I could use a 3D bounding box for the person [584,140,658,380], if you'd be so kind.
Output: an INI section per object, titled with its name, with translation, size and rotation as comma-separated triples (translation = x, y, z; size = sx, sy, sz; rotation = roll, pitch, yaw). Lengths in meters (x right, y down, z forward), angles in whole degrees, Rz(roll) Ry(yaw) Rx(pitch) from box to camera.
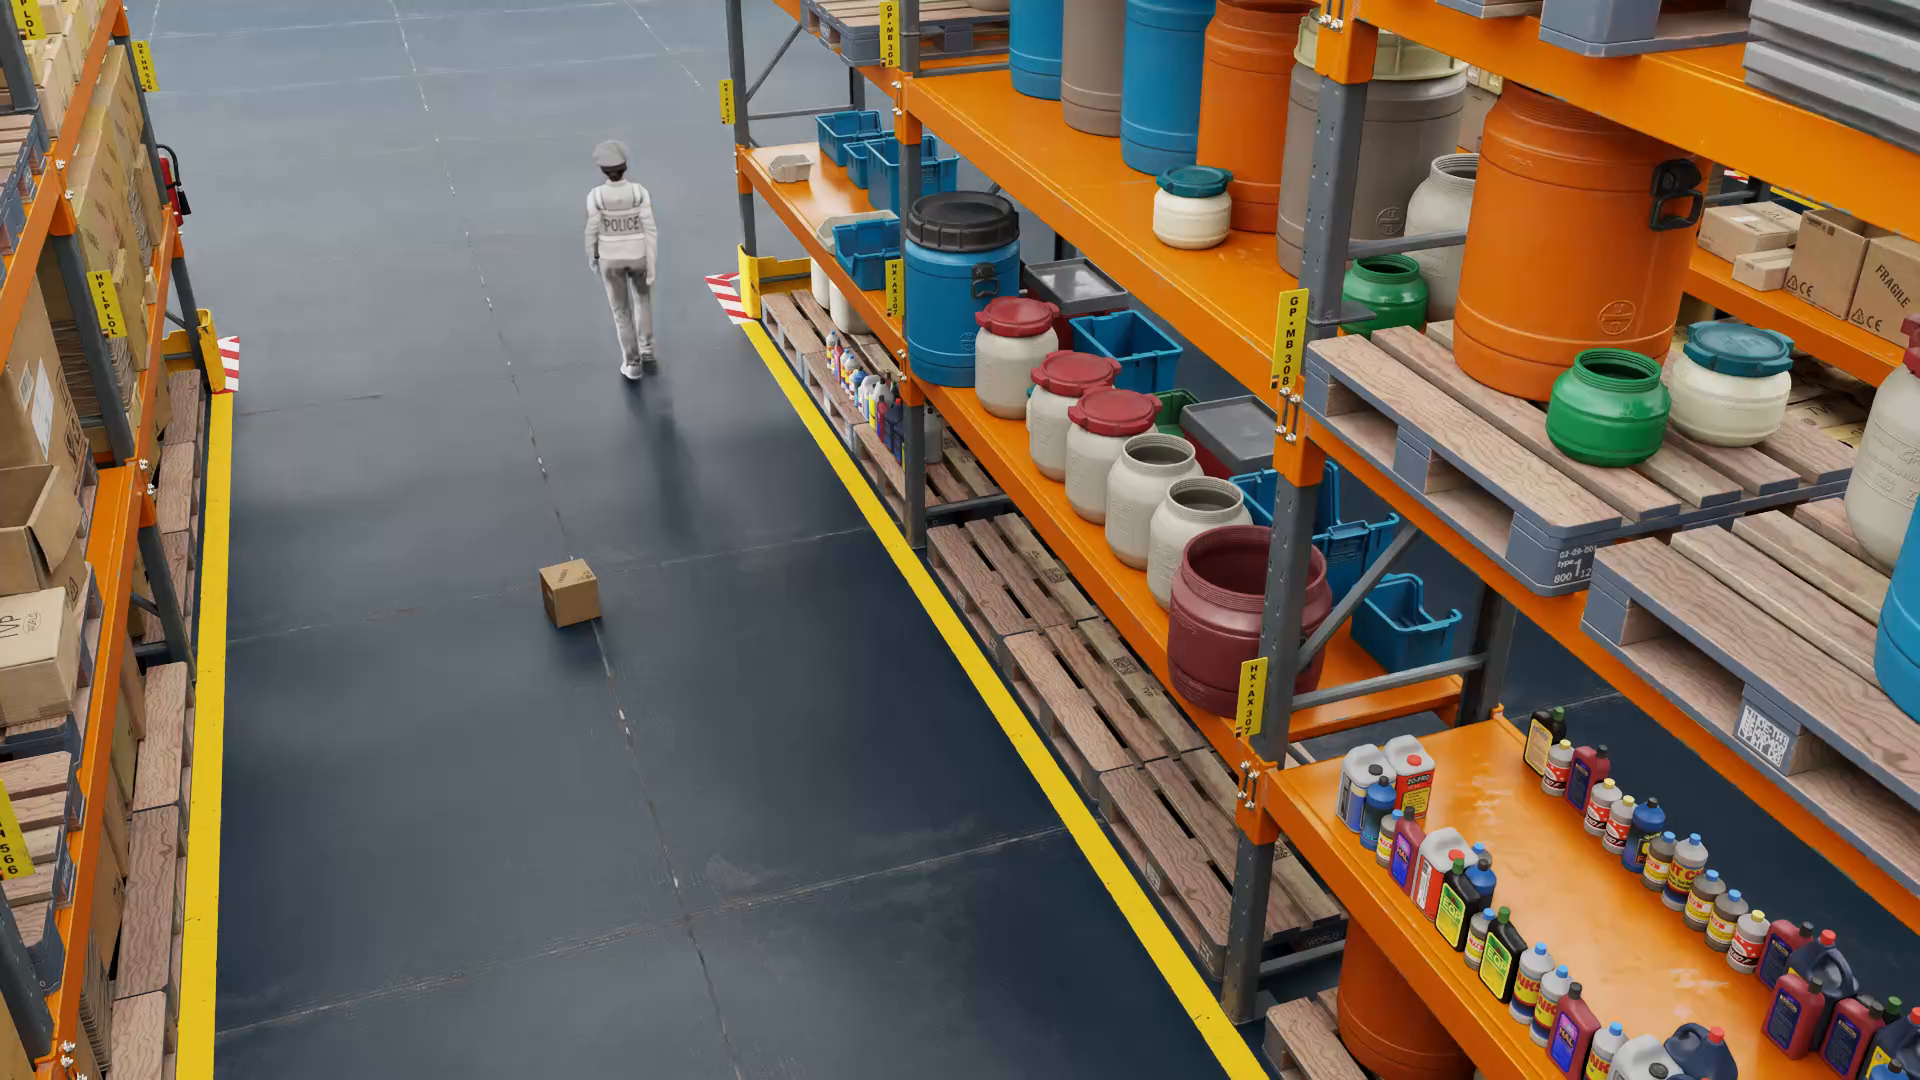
[person]
translation = -2.387, -1.968, 11.748
size = 0.485, 1.752, 0.606
rotation = -11, 32, -18
